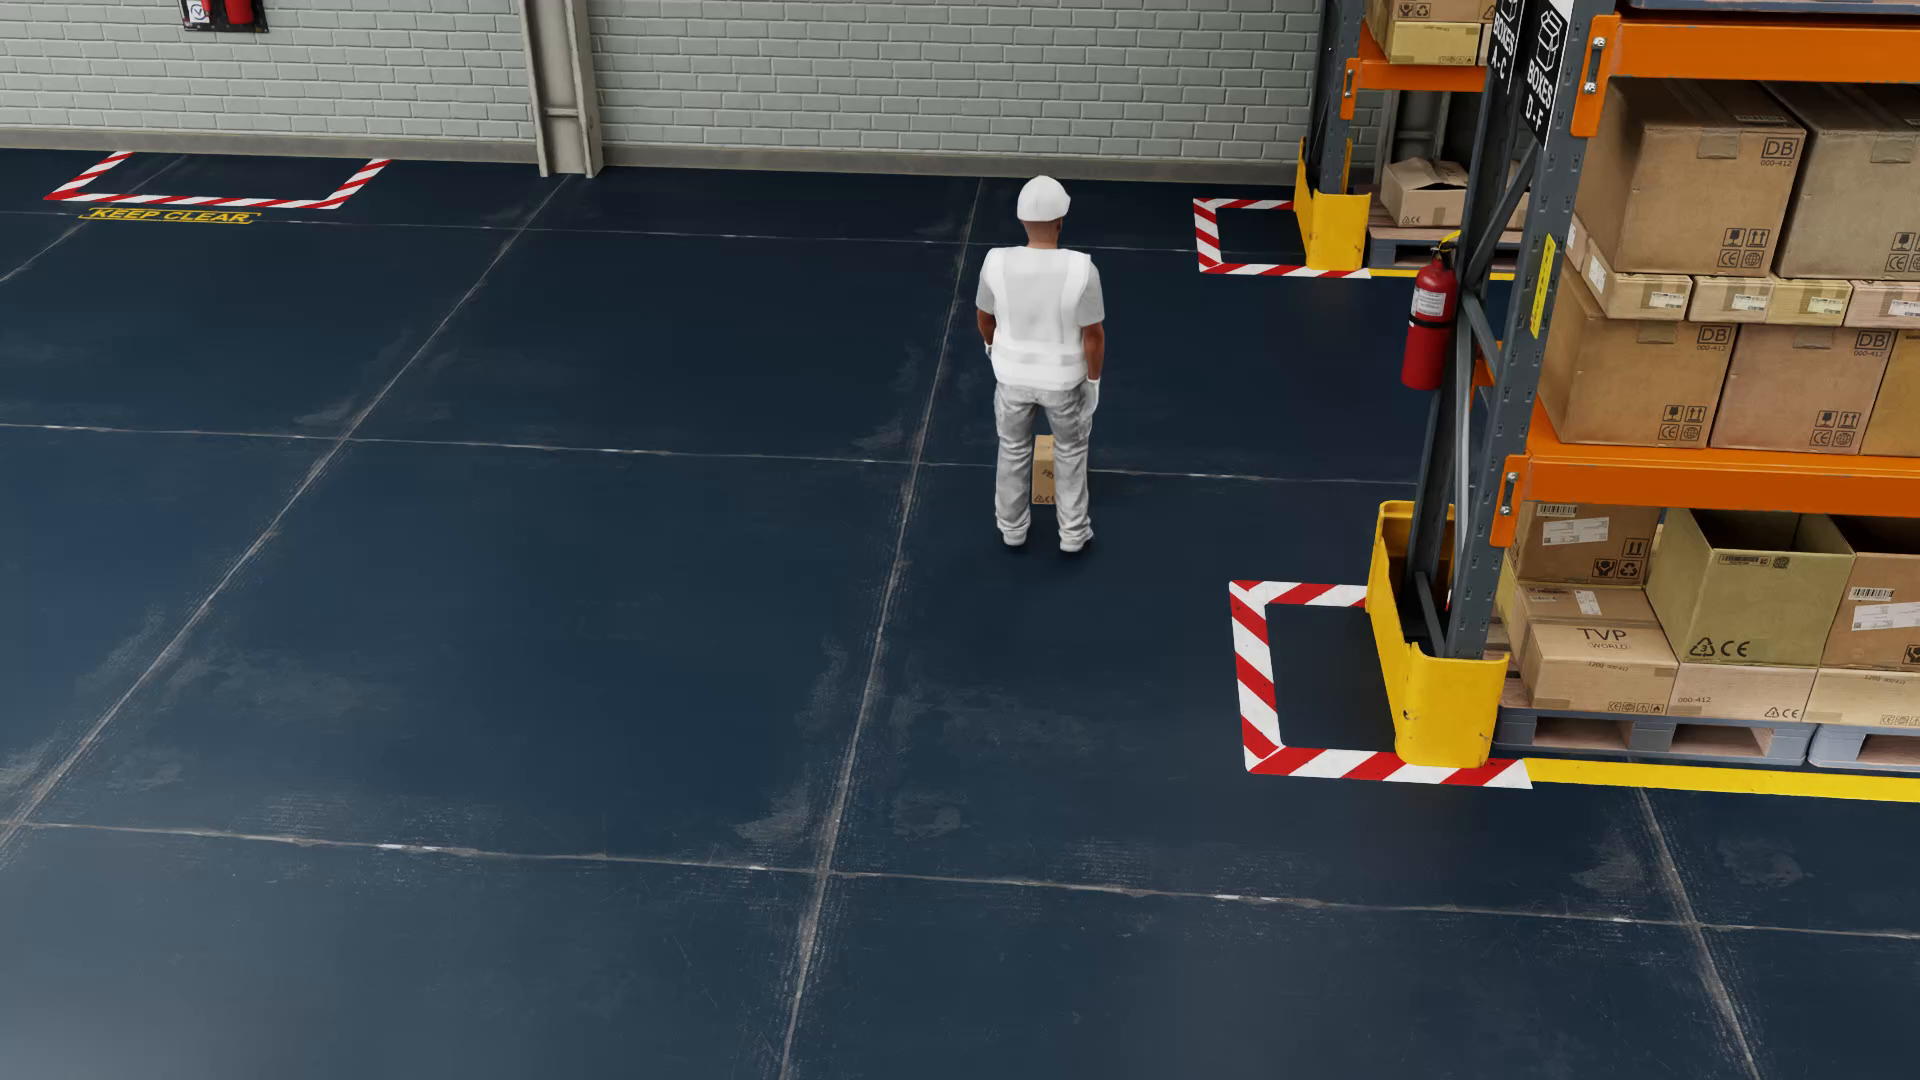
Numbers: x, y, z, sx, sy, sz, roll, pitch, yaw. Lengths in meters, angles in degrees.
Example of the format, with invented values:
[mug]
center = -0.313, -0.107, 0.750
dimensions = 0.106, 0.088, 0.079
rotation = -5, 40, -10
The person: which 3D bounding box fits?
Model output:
[person]
center = 0.357, -0.747, 7.307
dimensions = 0.572, 1.810, 0.494
rotation = 6, 32, 9
